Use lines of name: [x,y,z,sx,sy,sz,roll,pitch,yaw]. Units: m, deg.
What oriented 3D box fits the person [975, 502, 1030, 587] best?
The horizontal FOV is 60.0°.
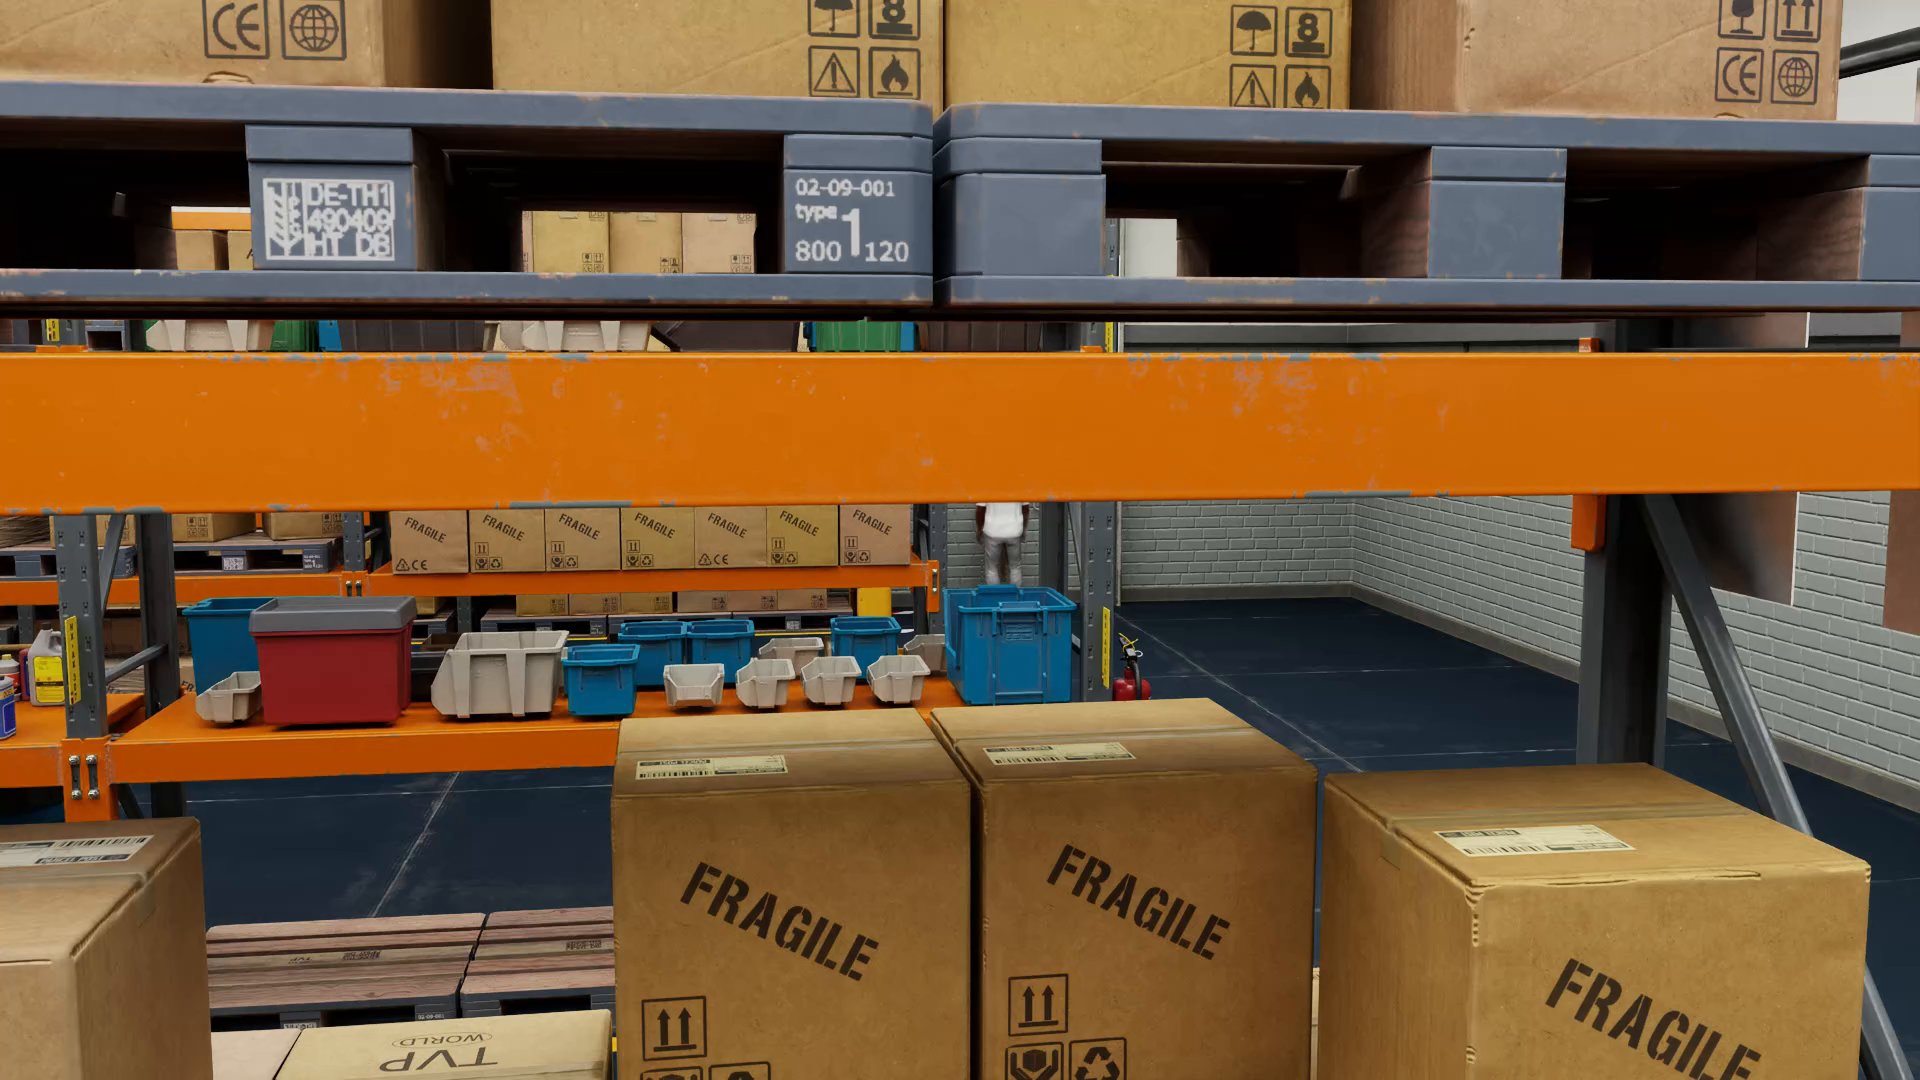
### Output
person: [0.453,-0.078,17.812,0.594,1.764,0.435,-1,7,-10]
